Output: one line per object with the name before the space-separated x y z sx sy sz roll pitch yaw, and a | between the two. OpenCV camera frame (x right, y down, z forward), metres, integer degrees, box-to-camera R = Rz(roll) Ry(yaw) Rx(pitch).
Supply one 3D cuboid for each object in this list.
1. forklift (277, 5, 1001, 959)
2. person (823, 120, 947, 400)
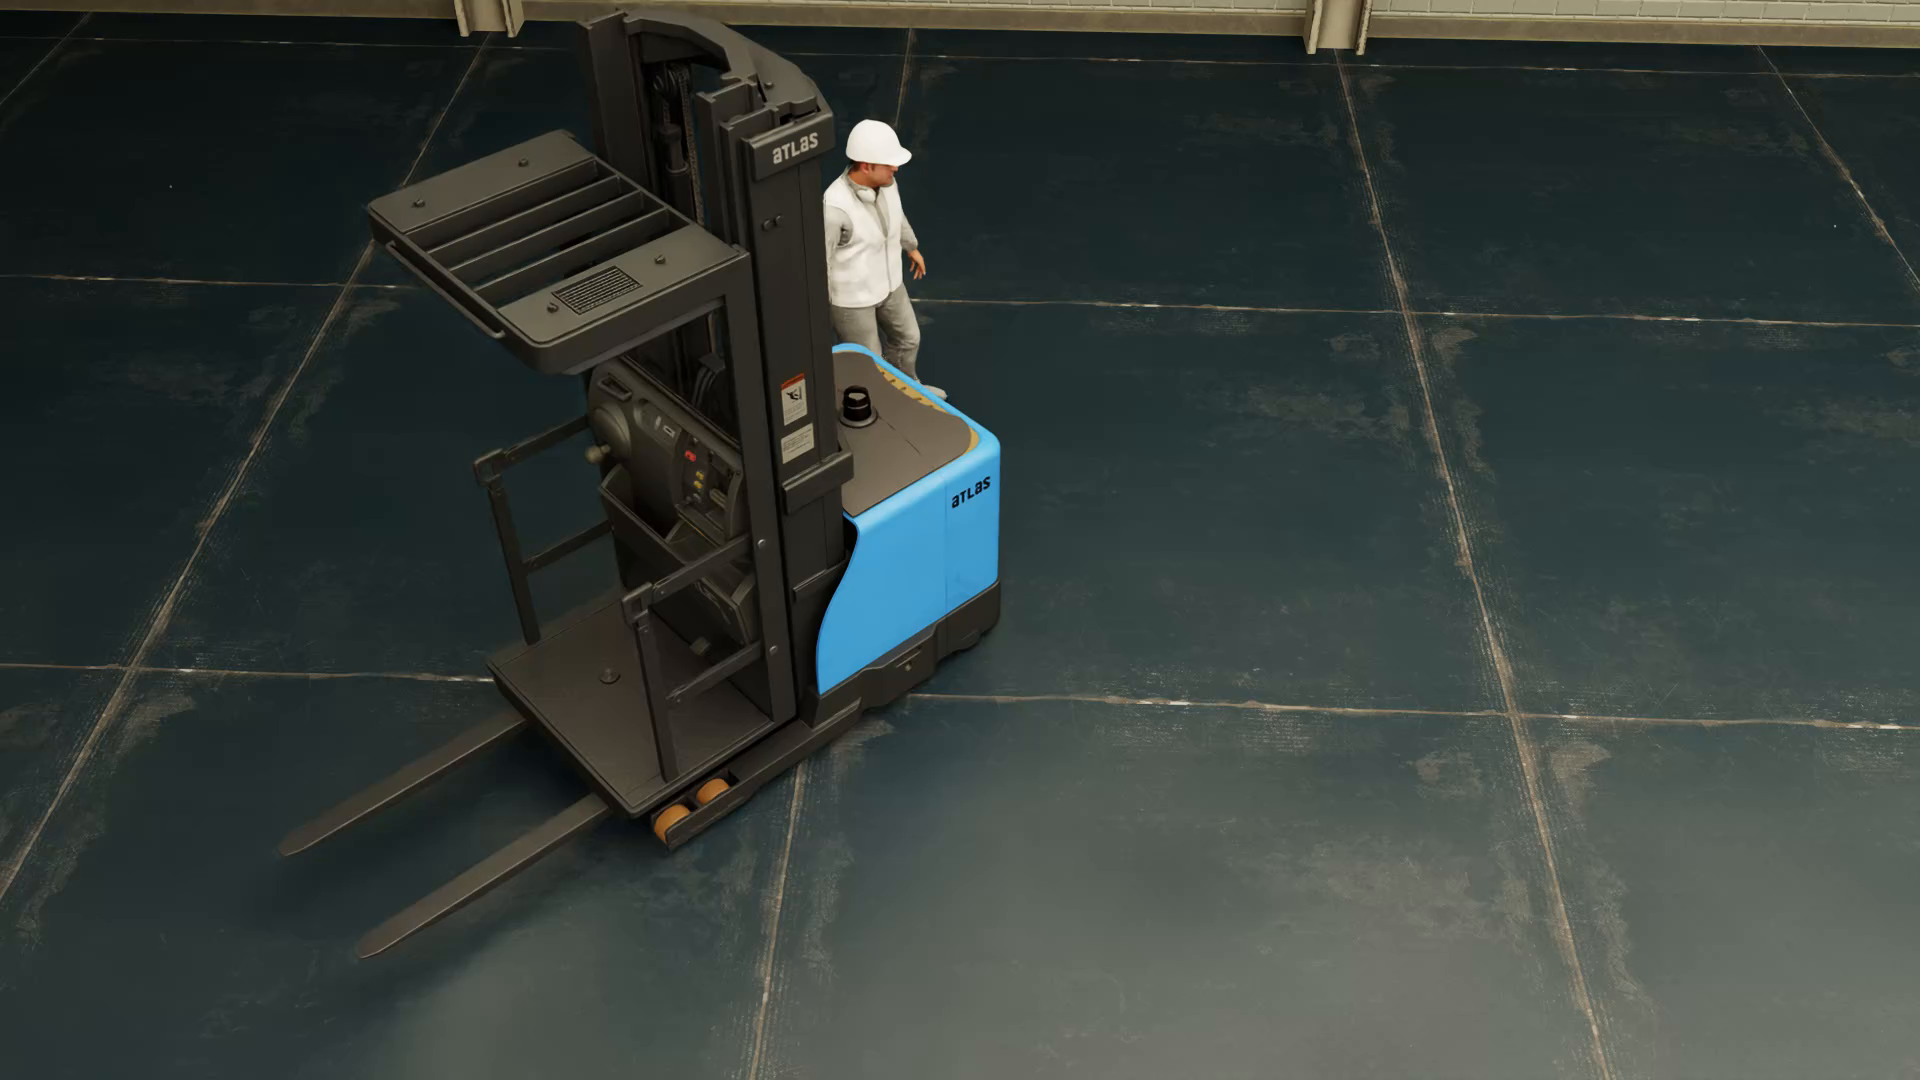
forklift | -1.249 -0.271 6.040 3.031 2.935 1.130 -32 51 -30
person | -0.419 -1.224 7.964 0.434 1.747 0.805 23 47 24
